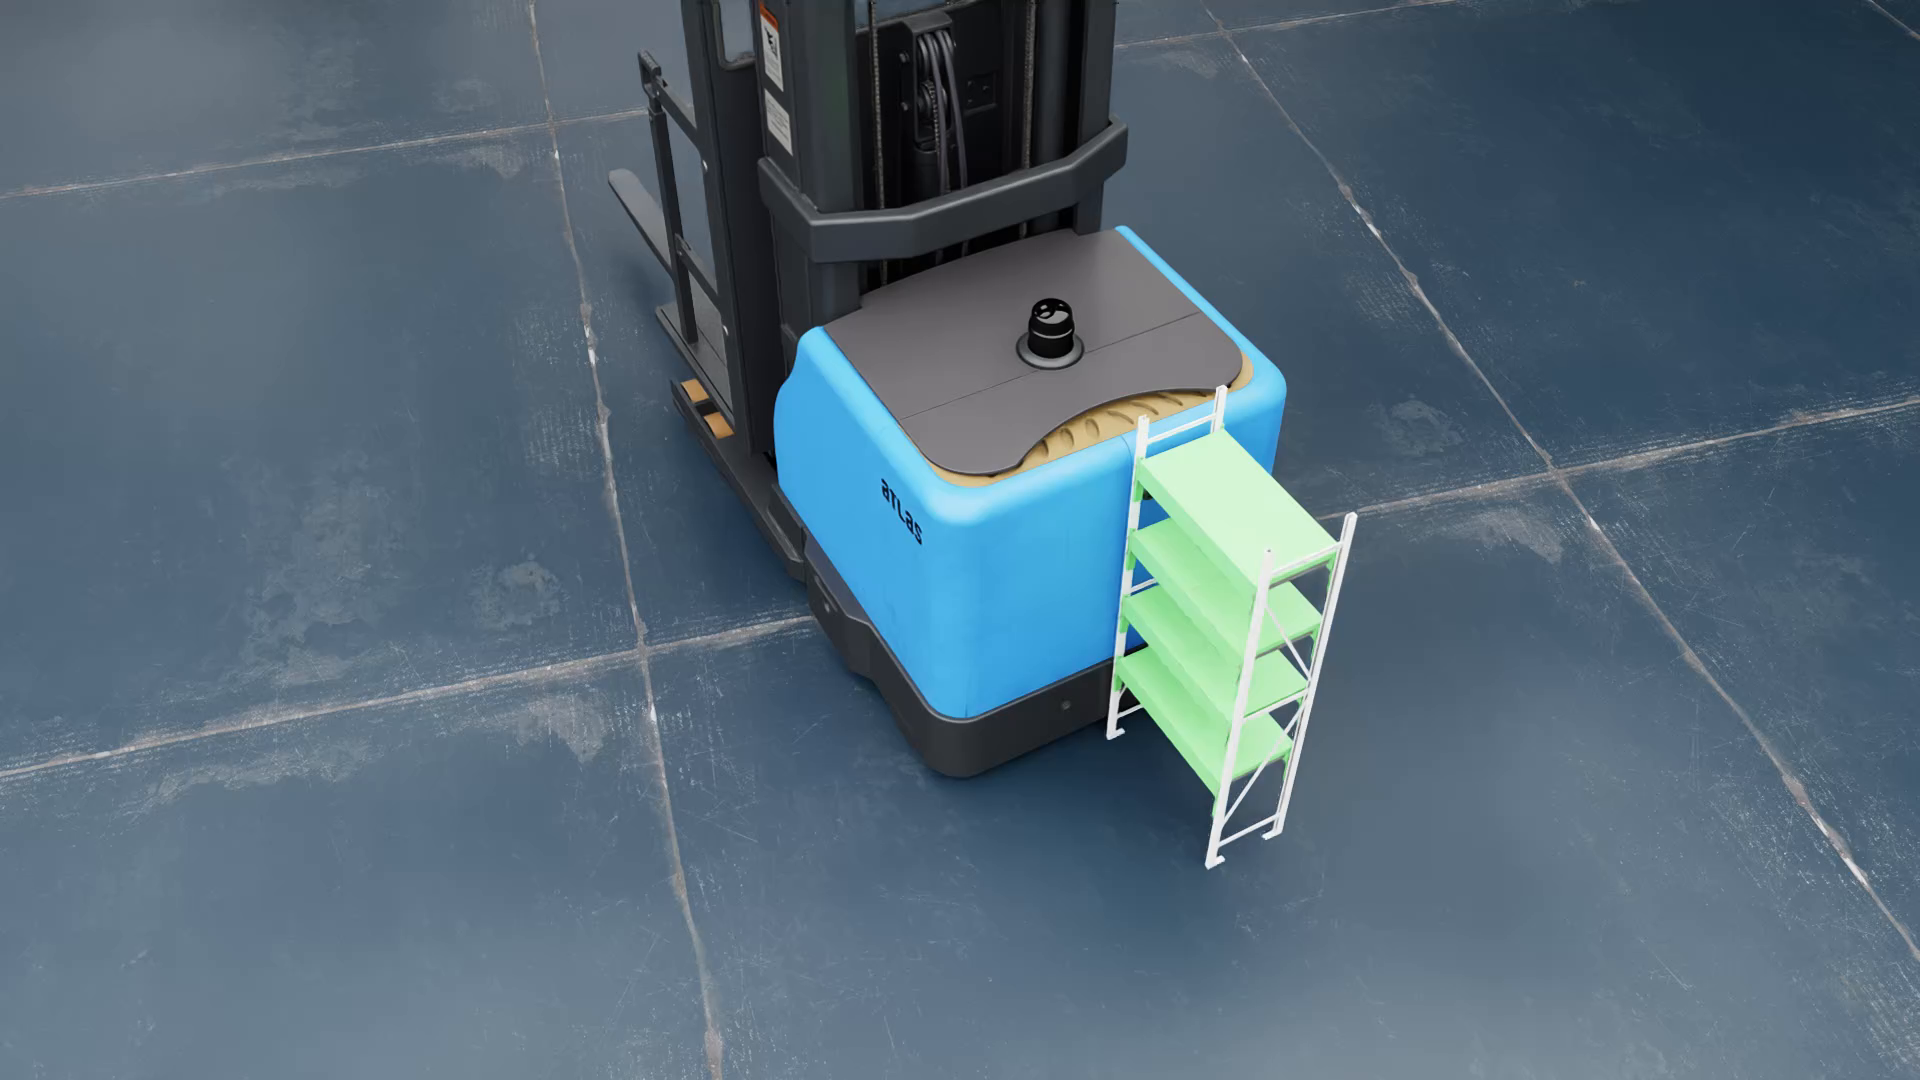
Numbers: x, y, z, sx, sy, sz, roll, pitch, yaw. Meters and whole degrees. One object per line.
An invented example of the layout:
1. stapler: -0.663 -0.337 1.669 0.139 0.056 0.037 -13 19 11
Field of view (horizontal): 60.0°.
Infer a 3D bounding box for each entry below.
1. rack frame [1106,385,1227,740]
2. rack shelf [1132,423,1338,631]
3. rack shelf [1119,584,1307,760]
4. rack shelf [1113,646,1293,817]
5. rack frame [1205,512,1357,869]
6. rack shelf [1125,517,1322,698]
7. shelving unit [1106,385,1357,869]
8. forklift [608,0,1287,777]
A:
1. rack frame: 0.522 0.099 4.313 0.240 1.200 0.015 -21 49 -20
2. rack shelf: 0.640 -0.039 3.866 0.258 0.148 0.480 -21 49 -20
3. rack shelf: 0.640 0.297 4.209 0.258 0.148 0.480 -21 49 -20
4. rack shelf: 0.640 0.465 4.380 0.258 0.148 0.480 -21 49 -20
5. rack frame: 0.757 0.405 4.013 0.240 1.200 0.015 -21 49 -20
6. rack shelf: 0.640 0.129 4.037 0.258 0.148 0.480 -21 49 -20
7. shelving unit: 0.640 0.252 4.163 0.258 1.200 0.503 -21 49 -20
8. forklift: -0.312 -1.431 4.600 1.130 2.935 3.031 -21 49 -20
